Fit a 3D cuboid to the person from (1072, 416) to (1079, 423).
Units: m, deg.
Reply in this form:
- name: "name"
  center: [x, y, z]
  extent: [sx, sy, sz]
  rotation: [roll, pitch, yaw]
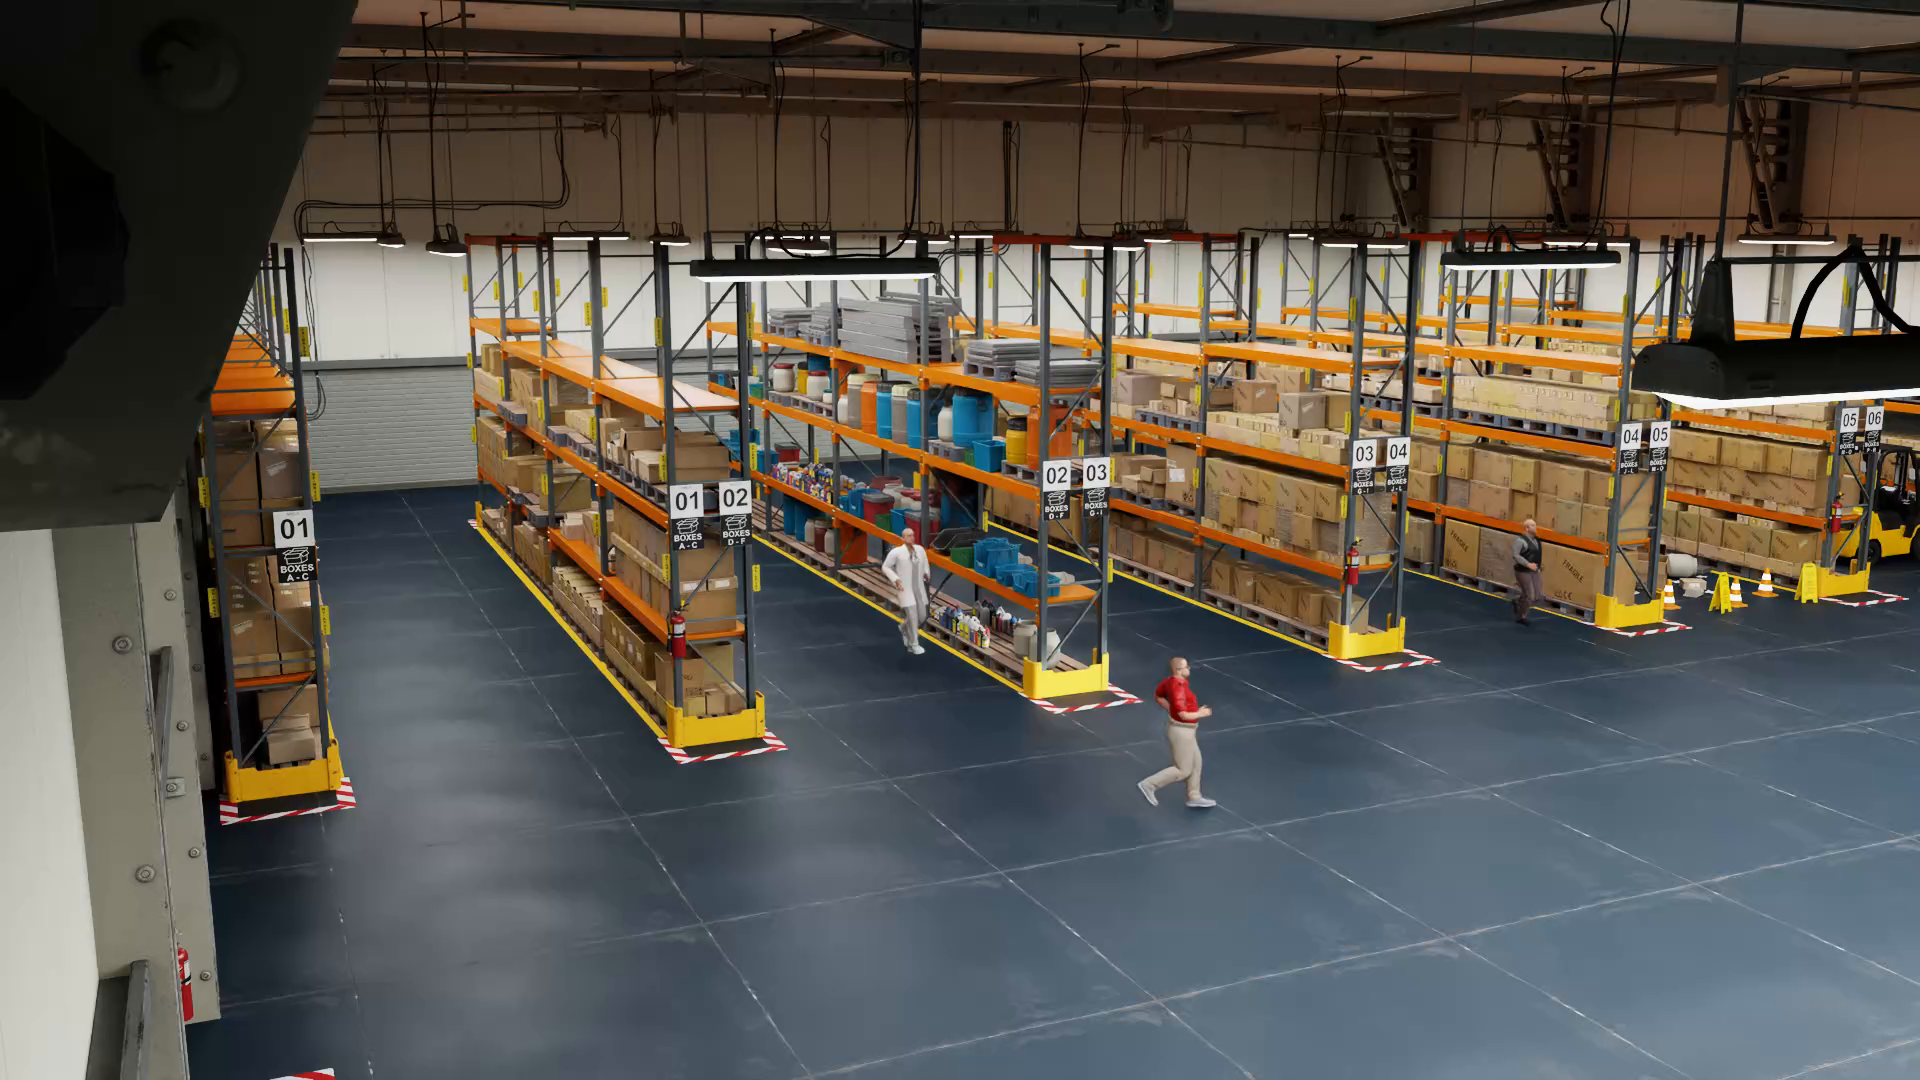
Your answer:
- name: "person"
  center: [2.729, -2.208, 40.173]
  extent: [0.630, 1.701, 0.725]
  rotation: [0, 11, 1]

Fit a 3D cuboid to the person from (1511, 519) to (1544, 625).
- name: "person"
  center: [8.913, 0.495, 26.133]
  extent: [0.687, 1.672, 0.600]
  rotation: [-9, 14, -38]

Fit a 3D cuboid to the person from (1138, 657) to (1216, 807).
- name: "person"
  center: [2.347, 2.082, 17.907]
  extent: [0.897, 1.695, 0.675]
  rotation: [-1, 11, -4]

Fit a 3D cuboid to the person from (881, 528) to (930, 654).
- name: "person"
  center: [-0.711, 0.706, 23.400]
  extent: [0.715, 1.755, 0.755]
  rotation: [-7, 13, -32]
